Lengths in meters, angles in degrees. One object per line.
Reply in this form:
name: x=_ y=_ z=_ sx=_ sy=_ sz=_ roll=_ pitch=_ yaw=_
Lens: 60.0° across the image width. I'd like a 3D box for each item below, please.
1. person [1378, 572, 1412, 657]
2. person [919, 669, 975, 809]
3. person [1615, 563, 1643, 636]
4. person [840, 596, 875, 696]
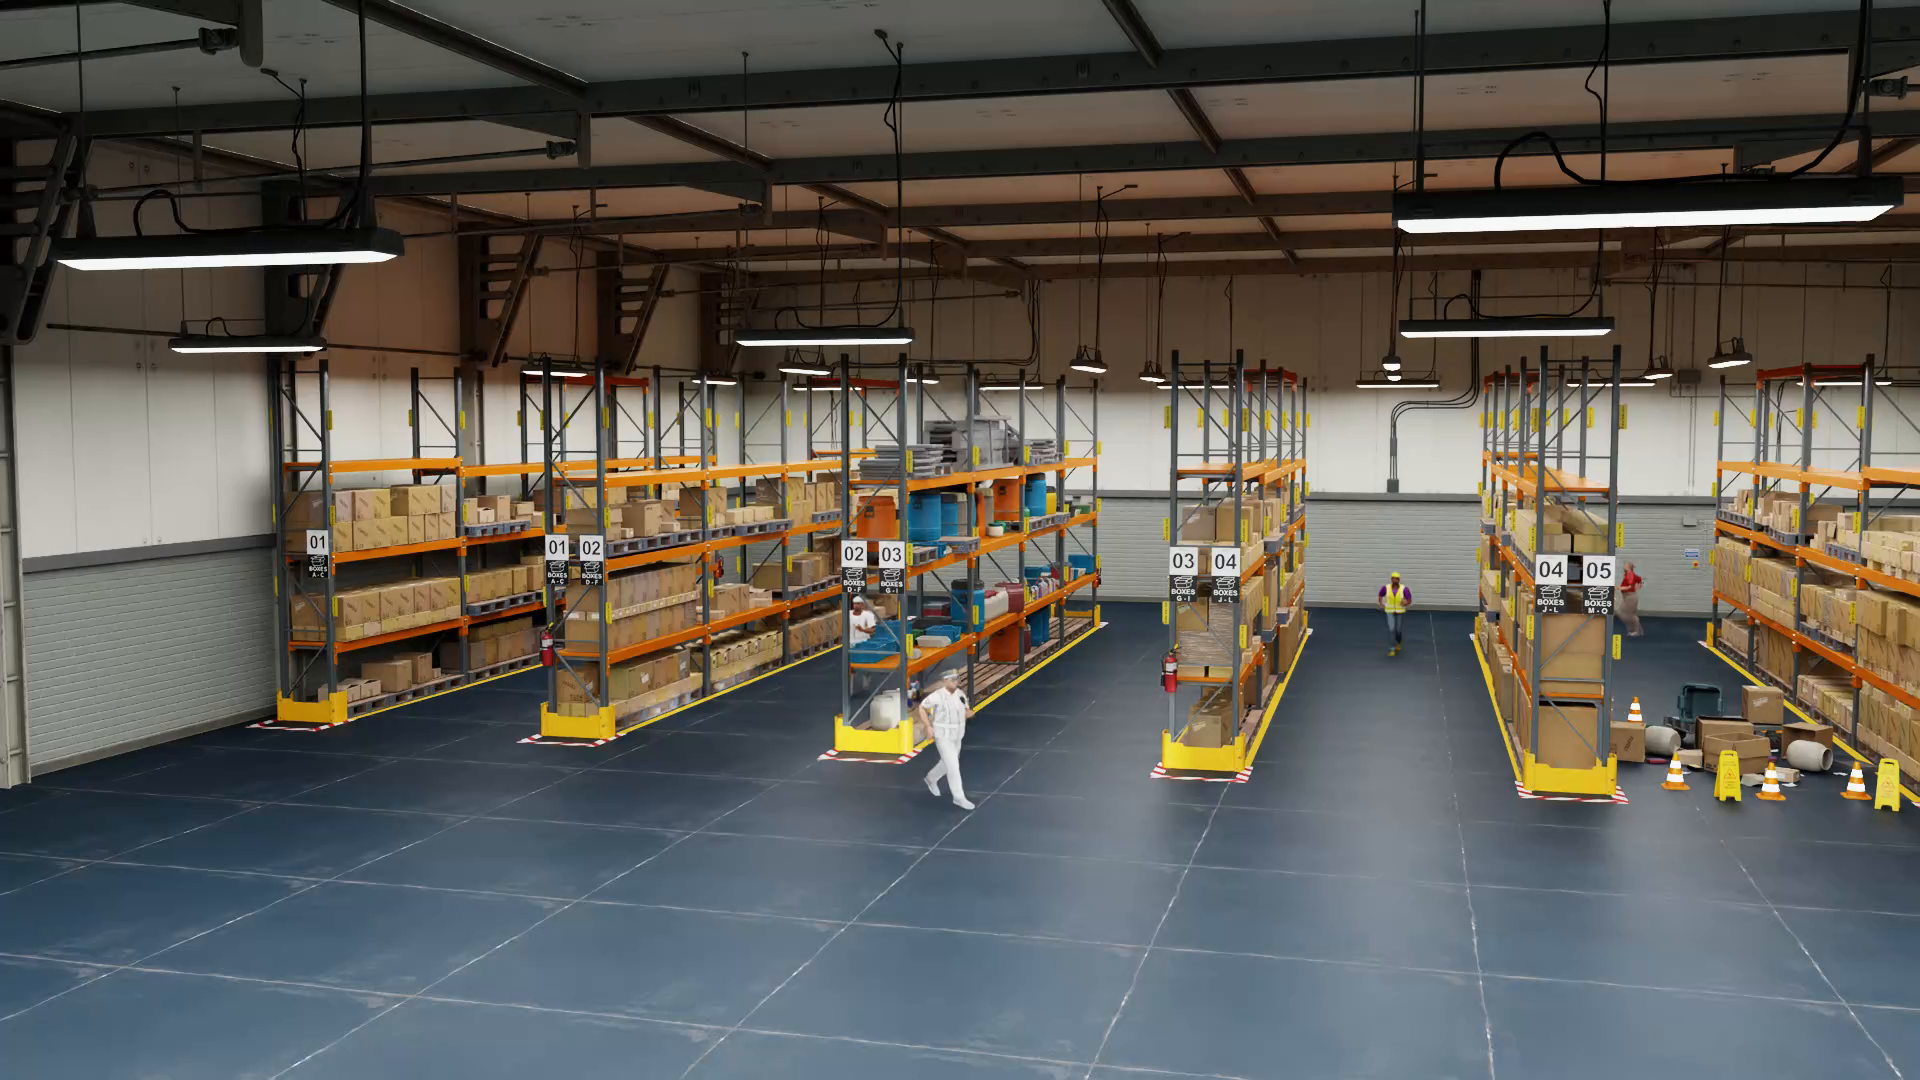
person: x=9.280 y=1.564 z=35.494 sx=0.698 sy=1.775 sz=0.853 roll=1 pitch=4 yaw=15
person: x=-0.157 y=2.539 z=21.589 sx=0.990 sy=1.767 sz=0.659 roll=4 pitch=6 yaw=44
person: x=15.452 y=1.397 z=38.489 sx=0.686 sy=1.750 sz=0.631 roll=2 pitch=4 yaw=22
person: x=-1.870 y=1.907 z=30.368 sx=0.693 sy=1.778 sz=0.946 roll=1 pitch=4 yaw=12
